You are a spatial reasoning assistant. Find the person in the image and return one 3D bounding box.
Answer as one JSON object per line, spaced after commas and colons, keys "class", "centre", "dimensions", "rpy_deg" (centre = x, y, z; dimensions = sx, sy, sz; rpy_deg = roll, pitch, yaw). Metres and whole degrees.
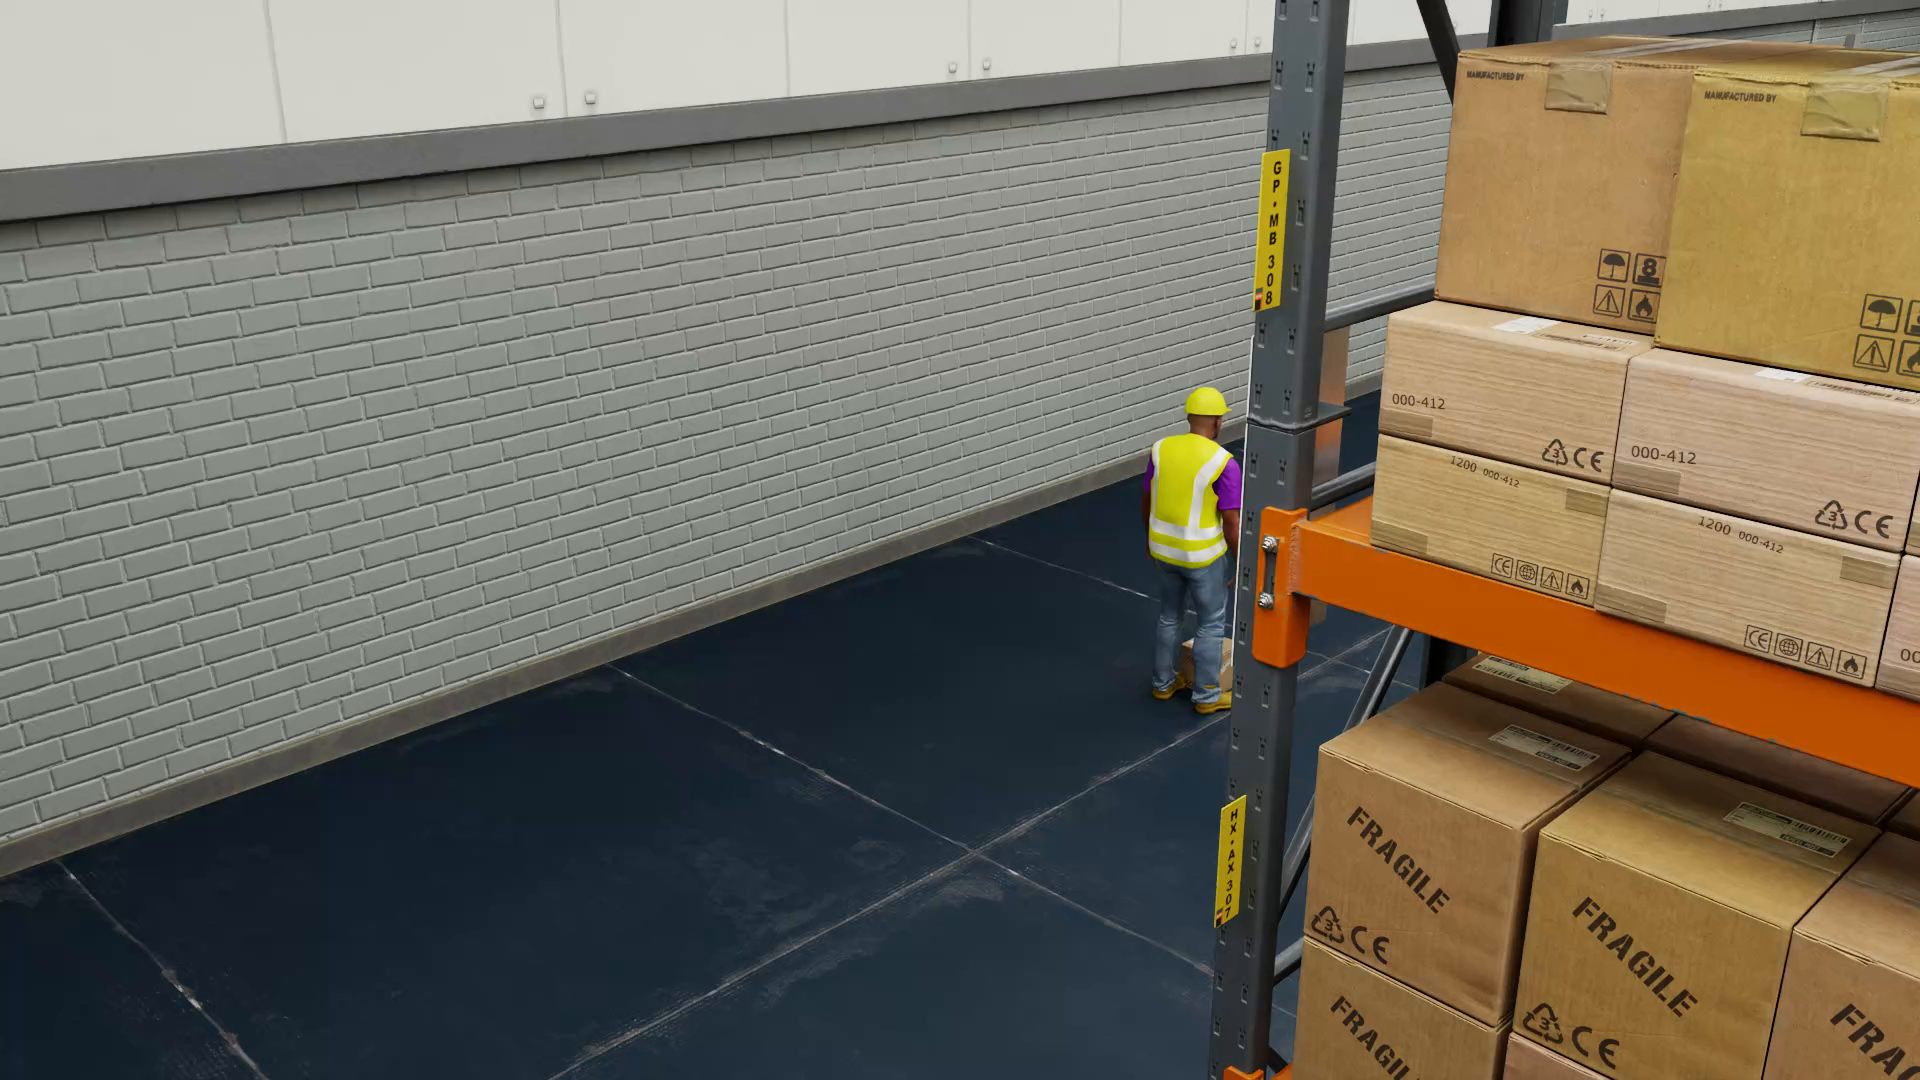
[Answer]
{"class": "person", "centre": [1.260, 0.048, 8.922], "dimensions": [0.635, 1.760, 0.460], "rpy_deg": [18, 27, 40]}
